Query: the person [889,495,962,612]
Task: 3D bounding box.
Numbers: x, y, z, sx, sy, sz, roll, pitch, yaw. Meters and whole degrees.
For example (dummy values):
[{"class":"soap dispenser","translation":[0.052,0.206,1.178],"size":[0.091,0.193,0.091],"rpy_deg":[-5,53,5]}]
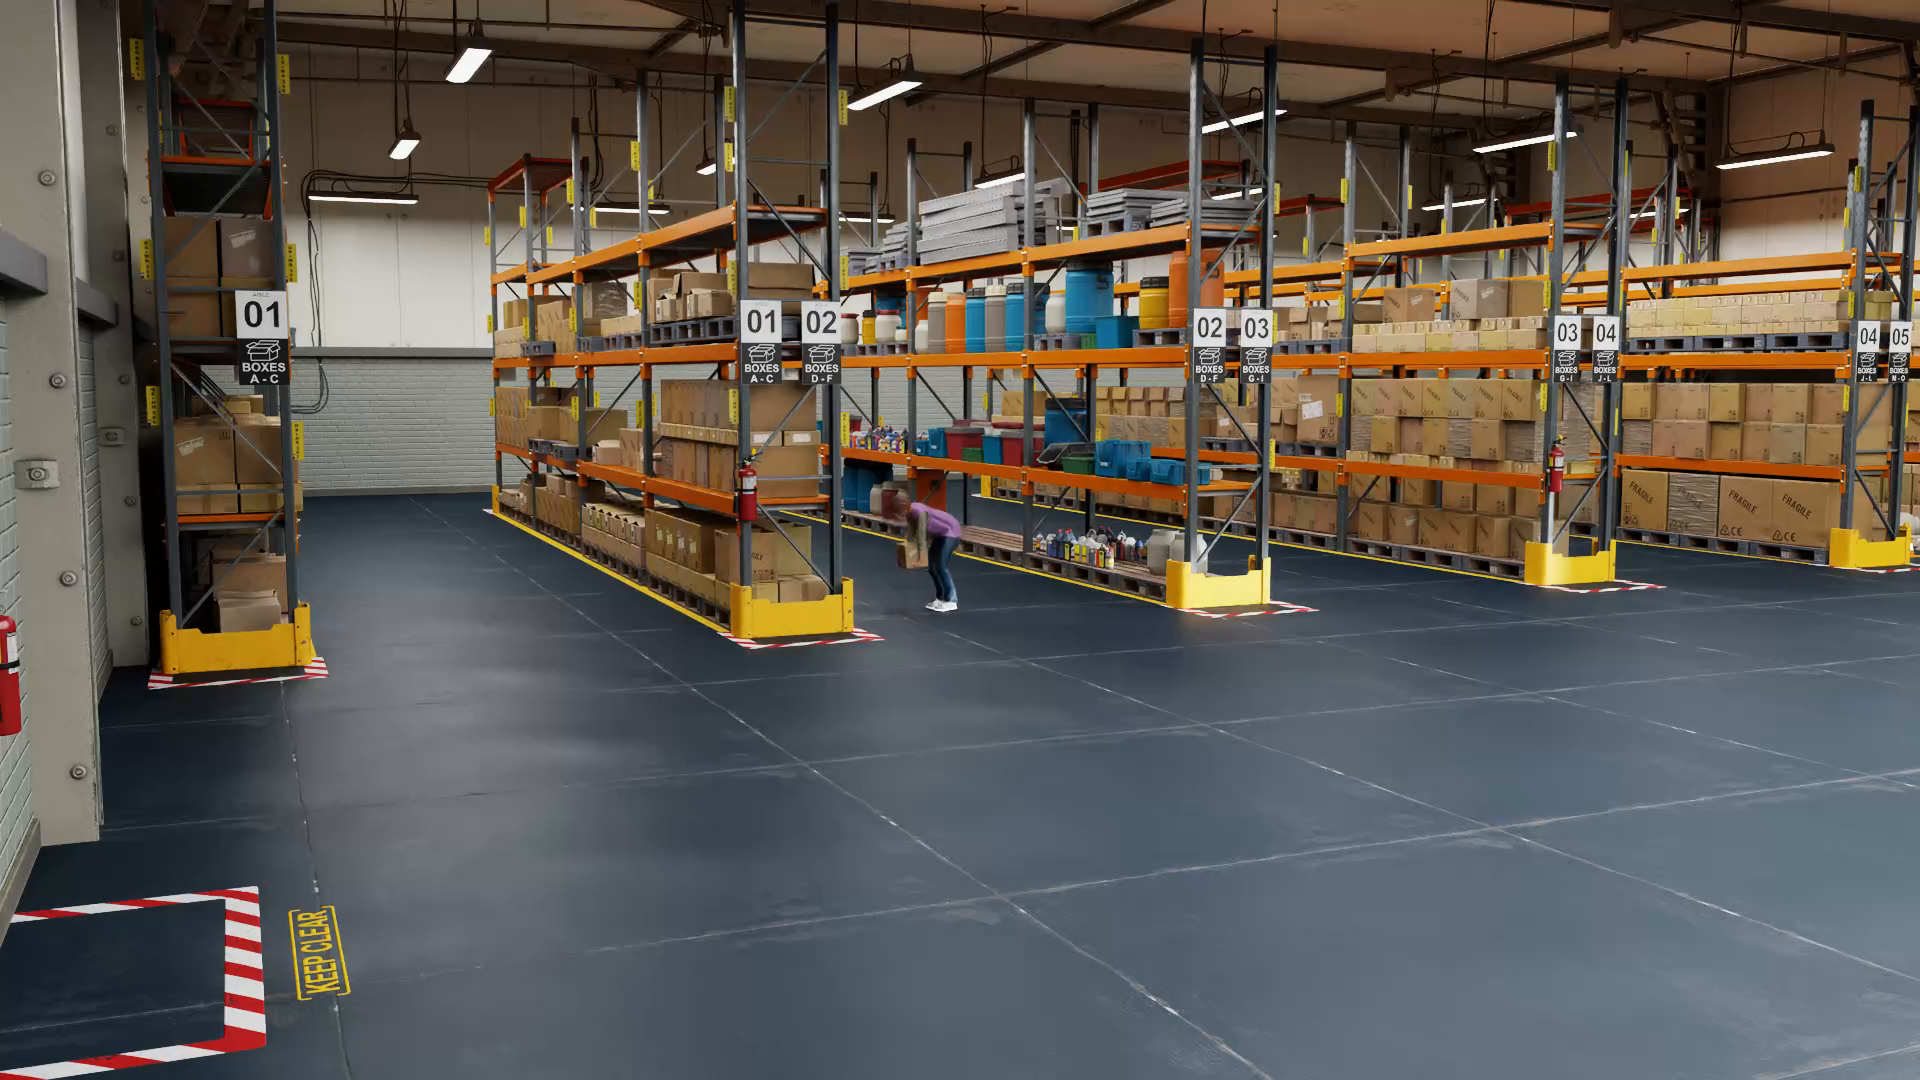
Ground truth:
[{"class":"person","translation":[-0.371,0.141,17.626],"size":[0.810,1.240,0.380],"rpy_deg":[-3,6,-25]}]
